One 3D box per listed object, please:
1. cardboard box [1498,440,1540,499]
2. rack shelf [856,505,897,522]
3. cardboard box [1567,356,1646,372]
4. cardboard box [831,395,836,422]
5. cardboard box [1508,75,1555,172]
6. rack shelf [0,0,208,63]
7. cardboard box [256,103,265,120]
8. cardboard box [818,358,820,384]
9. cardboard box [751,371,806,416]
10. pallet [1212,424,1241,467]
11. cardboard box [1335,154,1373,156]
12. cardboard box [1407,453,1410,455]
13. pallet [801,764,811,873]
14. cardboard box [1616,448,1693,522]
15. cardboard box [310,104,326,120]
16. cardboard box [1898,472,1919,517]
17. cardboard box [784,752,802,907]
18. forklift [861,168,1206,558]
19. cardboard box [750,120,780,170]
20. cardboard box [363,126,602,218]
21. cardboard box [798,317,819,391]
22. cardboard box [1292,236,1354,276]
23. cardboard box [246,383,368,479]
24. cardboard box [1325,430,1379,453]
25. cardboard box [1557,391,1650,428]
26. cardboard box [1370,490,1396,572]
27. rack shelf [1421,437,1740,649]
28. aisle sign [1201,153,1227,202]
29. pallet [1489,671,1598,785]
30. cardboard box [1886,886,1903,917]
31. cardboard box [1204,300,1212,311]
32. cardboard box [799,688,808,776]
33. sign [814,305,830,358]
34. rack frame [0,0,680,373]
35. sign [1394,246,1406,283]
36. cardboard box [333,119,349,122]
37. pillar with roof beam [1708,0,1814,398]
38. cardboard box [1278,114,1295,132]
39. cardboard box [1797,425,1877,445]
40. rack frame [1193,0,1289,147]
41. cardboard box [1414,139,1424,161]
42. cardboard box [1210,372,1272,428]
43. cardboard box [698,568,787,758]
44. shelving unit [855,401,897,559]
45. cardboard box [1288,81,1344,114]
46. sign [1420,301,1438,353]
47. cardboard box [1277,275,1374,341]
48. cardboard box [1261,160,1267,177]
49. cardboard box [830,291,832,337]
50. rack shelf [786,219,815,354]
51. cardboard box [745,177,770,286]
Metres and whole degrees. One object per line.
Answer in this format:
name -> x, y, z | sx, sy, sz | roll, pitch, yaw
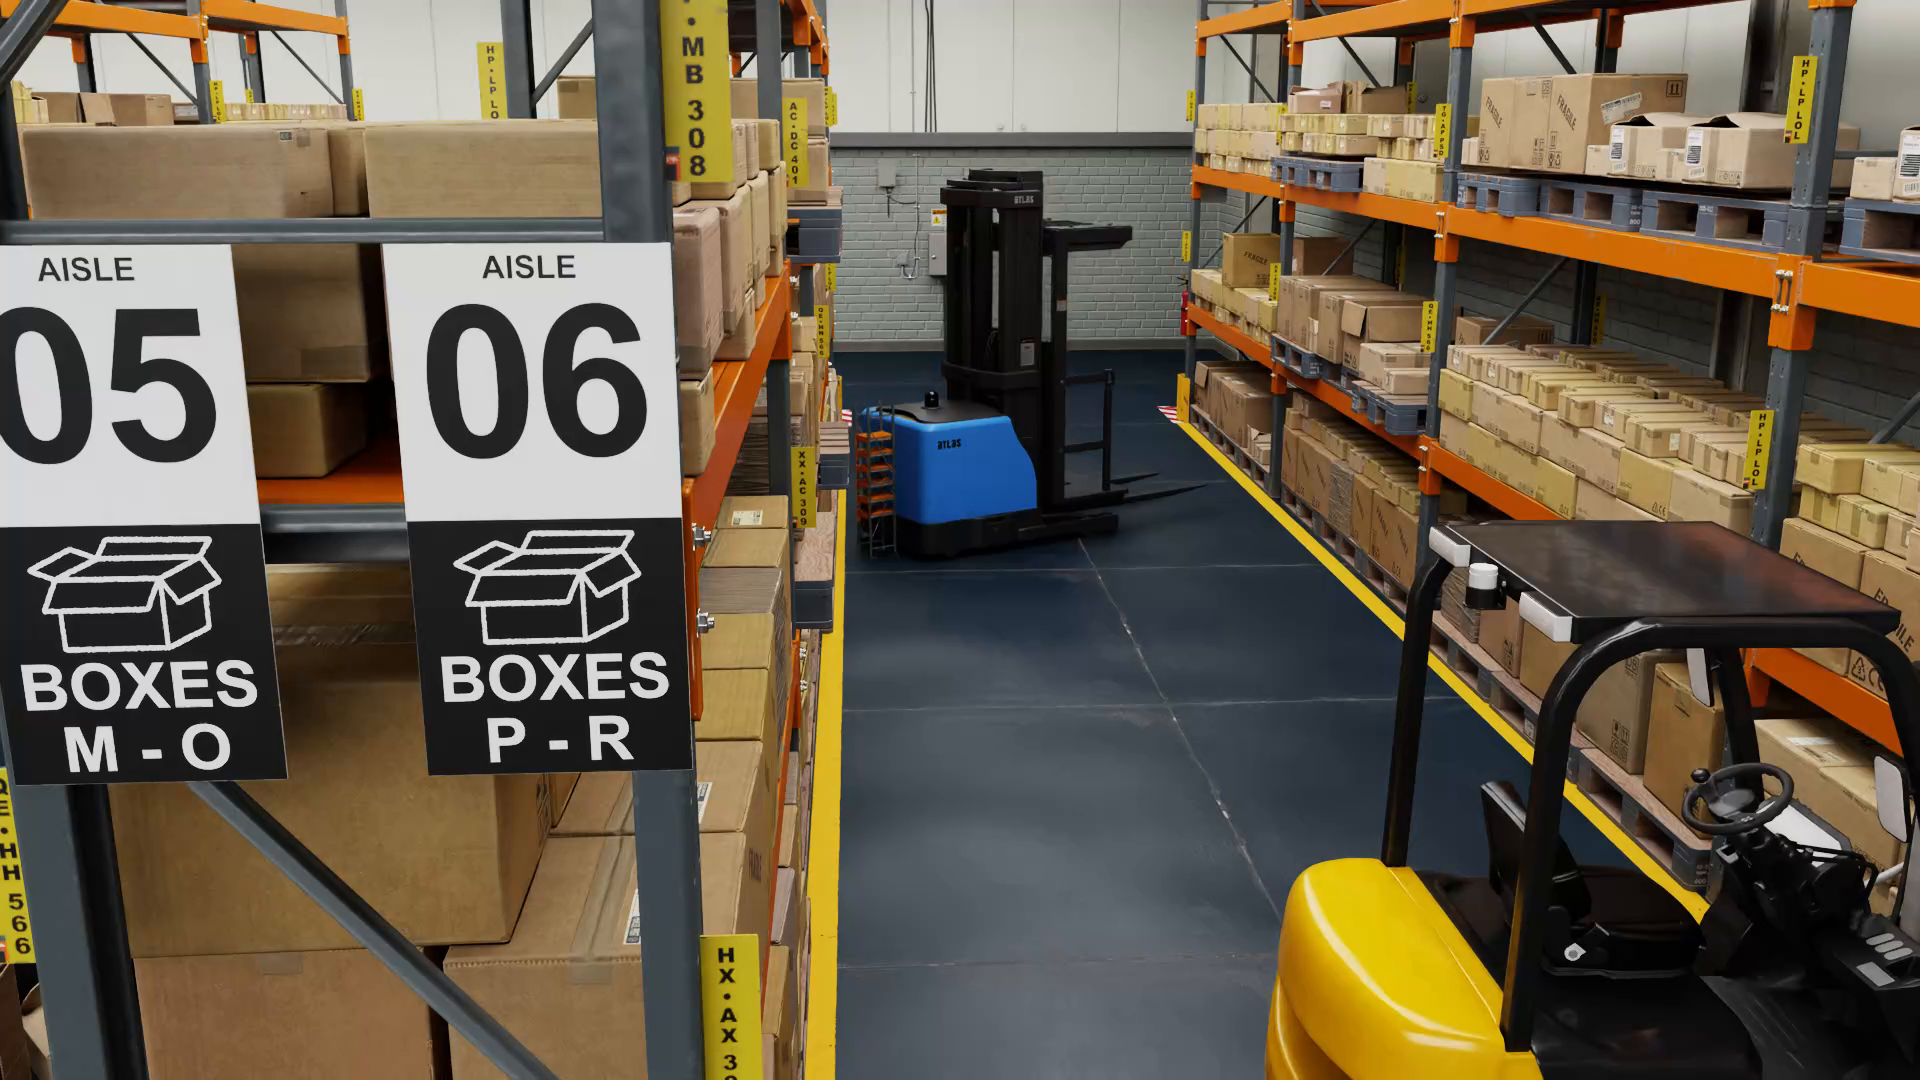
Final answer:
cardboard box -> 3.392, -0.410, 9.400 | 0.500, 0.250, 0.500 | -1, 14, -5
rack shelf -> -0.653, -0.191, 12.999 | 0.258, 0.103, 0.180 | -10, 17, -32
cardboard box -> 3.849, -1.006, 9.913 | 0.380, 0.149, 0.250 | -1, 14, -3
cardboard box -> -1.646, -1.110, 16.120 | 0.875, 0.438, 0.875 | -1, 14, -5
cardboard box -> 3.476, -2.295, 9.161 | 0.700, 0.500, 0.500 | -1, 14, -5
rack shelf -> -6.468, -3.531, 11.438 | 1.077, 0.370, 4.000 | -1, 14, -3
cardboard box -> -6.431, -3.816, 14.815 | 0.380, 0.149, 0.250 | -1, 14, -5
cardboard box -> -1.226, -1.200, 11.468 | 0.500, 0.250, 0.500 | -1, 14, -2
cardboard box -> -0.839, -0.610, 6.934 | 0.380, 0.149, 0.250 | -1, 14, -4
pallet -> 3.176, -0.969, 16.869 | 1.003, 0.211, 1.213 | -1, 14, -3
cardboard box -> 3.549, -3.499, 14.789 | 0.500, 0.250, 0.500 | -1, 14, -5
cardboard box -> 3.715, -0.680, 13.020 | 0.380, 0.149, 0.250 | -1, 15, -6
pallet -> -1.212, 1.380, 7.741 | 1.003, 0.211, 1.213 | -1, 14, -3
cardboard box -> 3.467, -0.270, 7.855 | 0.500, 0.250, 0.500 | -1, 14, -5
cardboard box -> -6.468, -4.207, 16.334 | 0.380, 0.149, 0.250 | -1, 14, -3
cardboard box -> 3.646, -0.151, 5.993 | 0.380, 0.149, 0.250 | -1, 14, -4
cardboard box -> -0.858, 1.131, 6.282 | 0.500, 0.500, 0.500 | -1, 14, -4
forklift -> 0.705, -1.543, 13.643 | 3.031, 2.935, 1.130 | -9, 17, -32
cardboard box -> -0.758, -1.227, 5.160 | 0.380, 0.149, 0.250 | 0, 14, -2
cardboard box -> -0.733, -0.591, 2.689 | 0.380, 0.149, 0.250 | -1, 14, -4
cardboard box -> -1.105, -1.059, 9.983 | 0.500, 0.500, 0.500 | -1, 14, -5
cardboard box -> 3.469, -2.654, 16.019 | 0.500, 0.500, 0.500 | -1, 14, -5
cardboard box -> -1.216, -0.198, 2.760 | 0.380, 0.149, 0.250 | -1, 14, -3
cardboard box -> 3.183, -0.796, 13.473 | 0.380, 0.149, 0.250 | -1, 14, -4
cardboard box -> 3.346, -0.681, 8.651 | 0.380, 0.149, 0.250 | -1, 14, -5
cardboard box -> 3.282, -0.069, 11.948 | 0.500, 0.500, 0.500 | -1, 14, -4
rack shelf -> 3.668, -0.004, 8.965 | 1.077, 0.370, 4.000 | -1, 14, -3
aisle sign -> 2.751, -4.111, 18.266 | 0.394, 0.787, 0.004 | -1, 14, -3
pallet -> 3.628, 1.009, 9.182 | 1.003, 0.211, 1.213 | -1, 14, -3
cardboard box -> 3.566, 1.407, 5.711 | 0.500, 0.250, 0.500 | -1, 14, -4
cardboard box -> 2.857, -2.569, 17.996 | 0.380, 0.149, 0.250 | -1, 14, -2
cardboard box -> -1.245, 0.983, 8.118 | 0.950, 0.372, 0.625 | 0, 14, 0
sign -> -0.869, -1.305, 10.415 | 0.100, 0.325, 0.005 | -1, 14, -3
rack frame -> -0.915, -1.688, 2.027 | 1.000, 3.000, 0.127 | -1, 14, -3
sign -> 3.850, -2.415, 14.568 | 0.100, 0.325, 0.005 | -1, 14, -3
cardboard box -> -6.558, -4.172, 16.998 | 0.500, 0.250, 0.500 | -1, 14, -5
pillar with roof beam -> 0.227, -3.378, 8.597 | 9.100, 9.000, 0.400 | -1, 14, -3
cardboard box -> 2.877, -3.490, 13.916 | 0.380, 0.149, 0.250 | 0, 14, -2
cardboard box -> 4.005, -0.438, 7.706 | 0.380, 0.149, 0.250 | -1, 14, -4
rack frame -> 3.048, -5.745, 17.794 | 1.000, 3.000, 0.127 | -1, 14, -3
cardboard box -> 3.294, -2.638, 11.240 | 0.380, 0.149, 0.250 | -1, 14, -2
cardboard box -> 3.006, -1.465, 17.375 | 0.700, 0.500, 0.500 | 0, 14, -1
cardboard box -> -0.811, 0.394, 5.179 | 0.500, 0.500, 0.500 | 0, 14, -2
shelving unit -> -0.654, -0.466, 12.927 | 0.258, 1.200, 0.189 | -10, 17, -32
cardboard box -> 2.966, -3.692, 13.867 | 0.396, 0.266, 0.258 | -1, 14, -4
sign -> 3.003, -1.361, 10.633 | 0.100, 0.325, 0.005 | -1, 14, -3
cardboard box -> 3.103, -1.973, 14.130 | 0.700, 0.500, 0.500 | -1, 14, -2
cardboard box -> 2.959, -3.388, 15.160 | 0.380, 0.149, 0.250 | 0, 14, -2
cardboard box -> -1.477, -2.185, 15.799 | 0.500, 0.500, 0.500 | -1, 14, -3
rack shelf -> -1.286, -1.379, 8.290 | 1.077, 0.370, 4.000 | -1, 14, -3
cardboard box -> -0.770, -0.817, 4.366 | 0.500, 0.250, 0.500 | -1, 14, -2
